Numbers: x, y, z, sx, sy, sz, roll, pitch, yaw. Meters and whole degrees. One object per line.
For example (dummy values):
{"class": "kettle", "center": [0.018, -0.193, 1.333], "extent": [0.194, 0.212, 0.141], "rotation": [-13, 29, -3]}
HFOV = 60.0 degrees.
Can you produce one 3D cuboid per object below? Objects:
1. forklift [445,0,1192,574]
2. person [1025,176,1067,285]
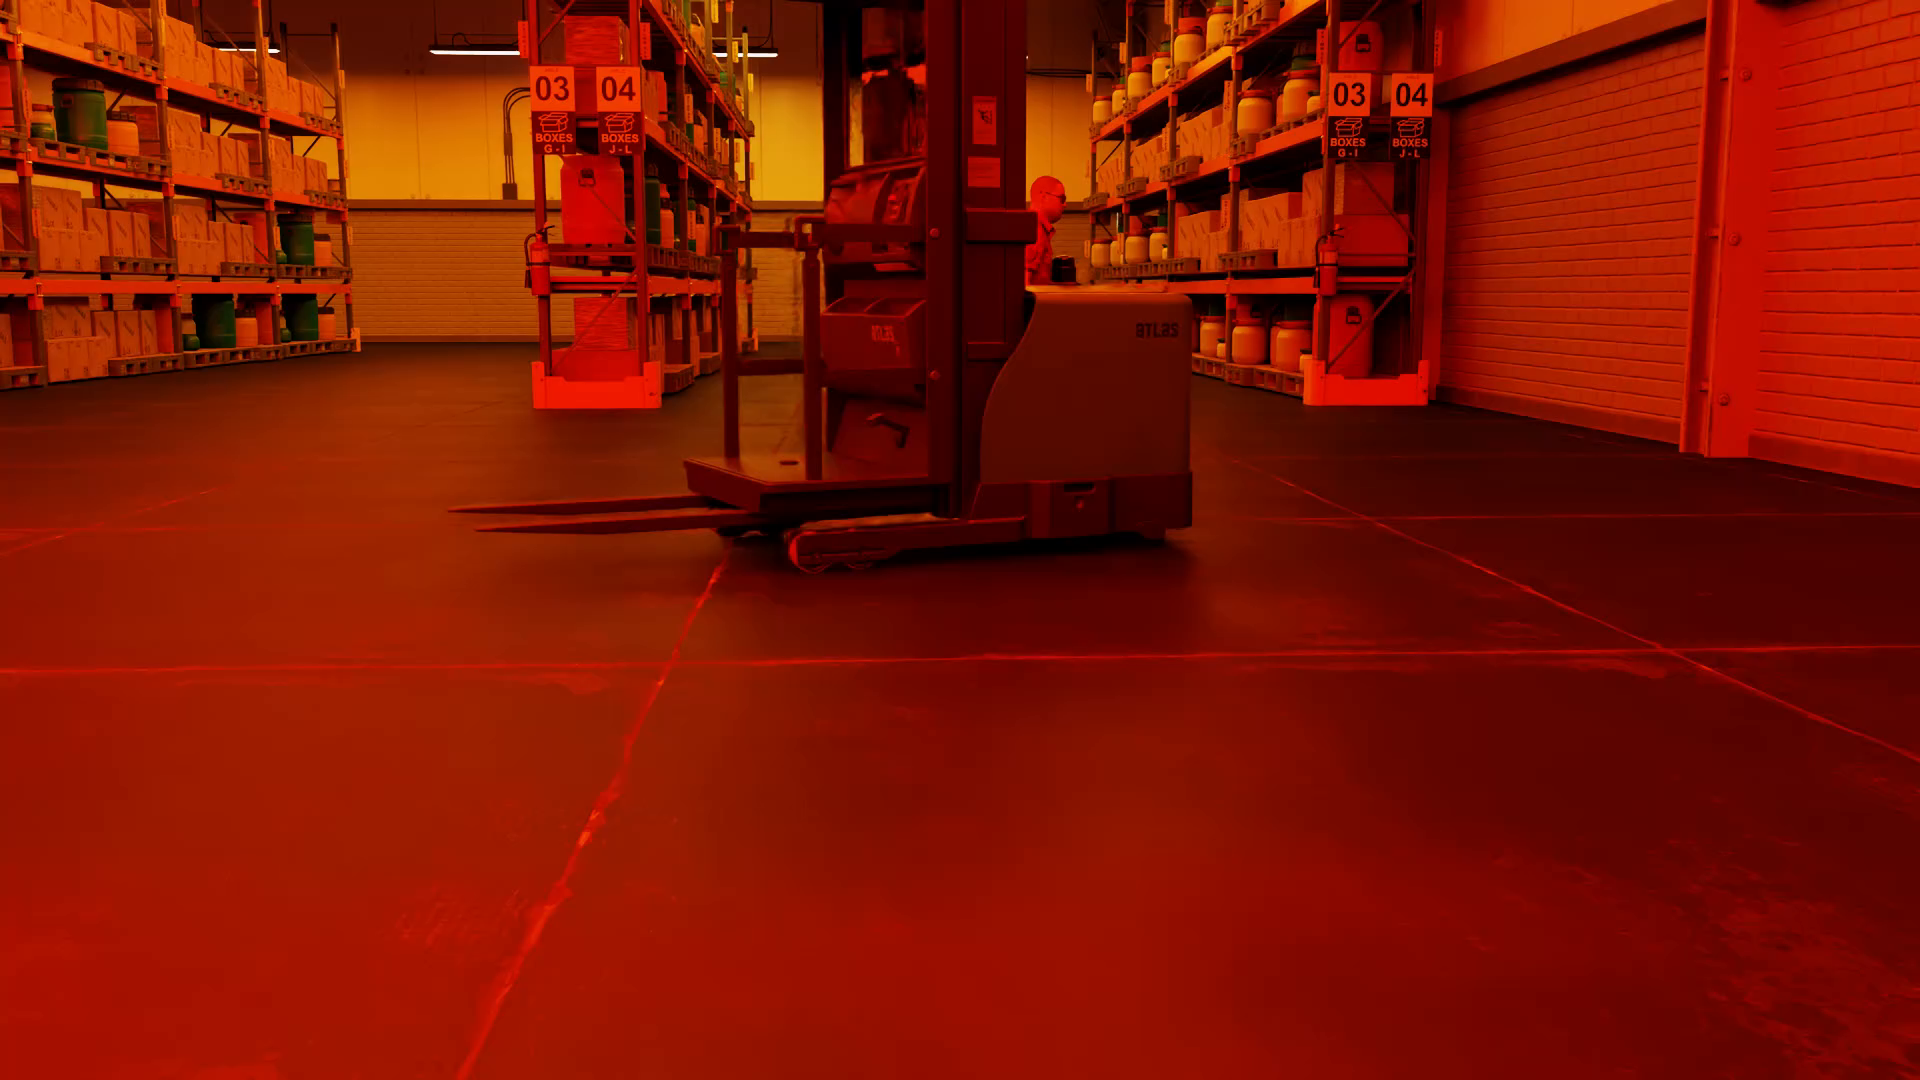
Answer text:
{"class": "forklift", "center": [-0.546, -1.408, 6.812], "extent": [3.031, 2.935, 1.130], "rotation": [-4, 9, -26]}
{"class": "person", "center": [0.427, -1.191, 9.453], "extent": [0.396, 1.725, 0.589], "rotation": [1, 9, 7]}
